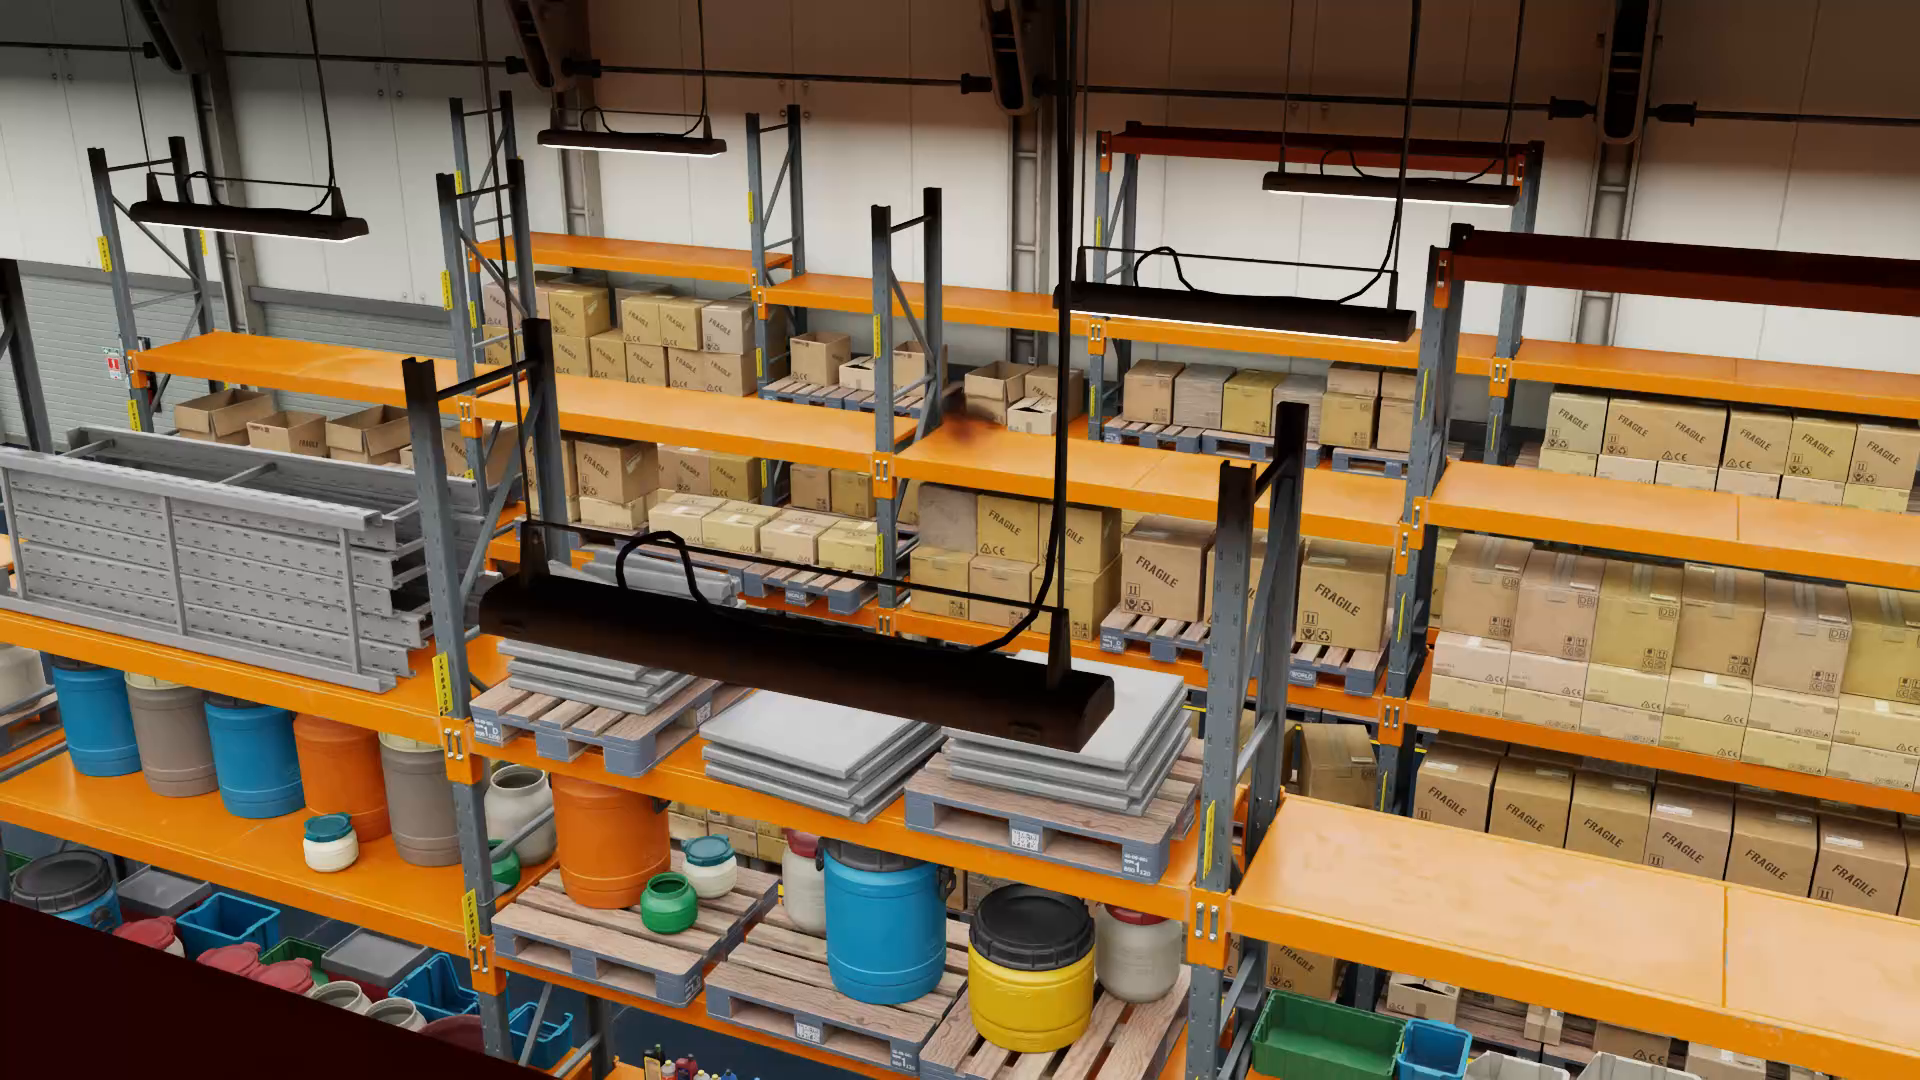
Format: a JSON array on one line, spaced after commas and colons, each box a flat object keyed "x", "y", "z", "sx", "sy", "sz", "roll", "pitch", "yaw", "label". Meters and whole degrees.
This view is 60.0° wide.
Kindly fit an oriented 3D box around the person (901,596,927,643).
[{"x": -0.401, "y": 1.116, "z": 17.472, "sx": 0.559, "sy": 1.705, "sz": 0.440, "roll": 17, "pitch": 26, "yaw": 38, "label": "person"}]
